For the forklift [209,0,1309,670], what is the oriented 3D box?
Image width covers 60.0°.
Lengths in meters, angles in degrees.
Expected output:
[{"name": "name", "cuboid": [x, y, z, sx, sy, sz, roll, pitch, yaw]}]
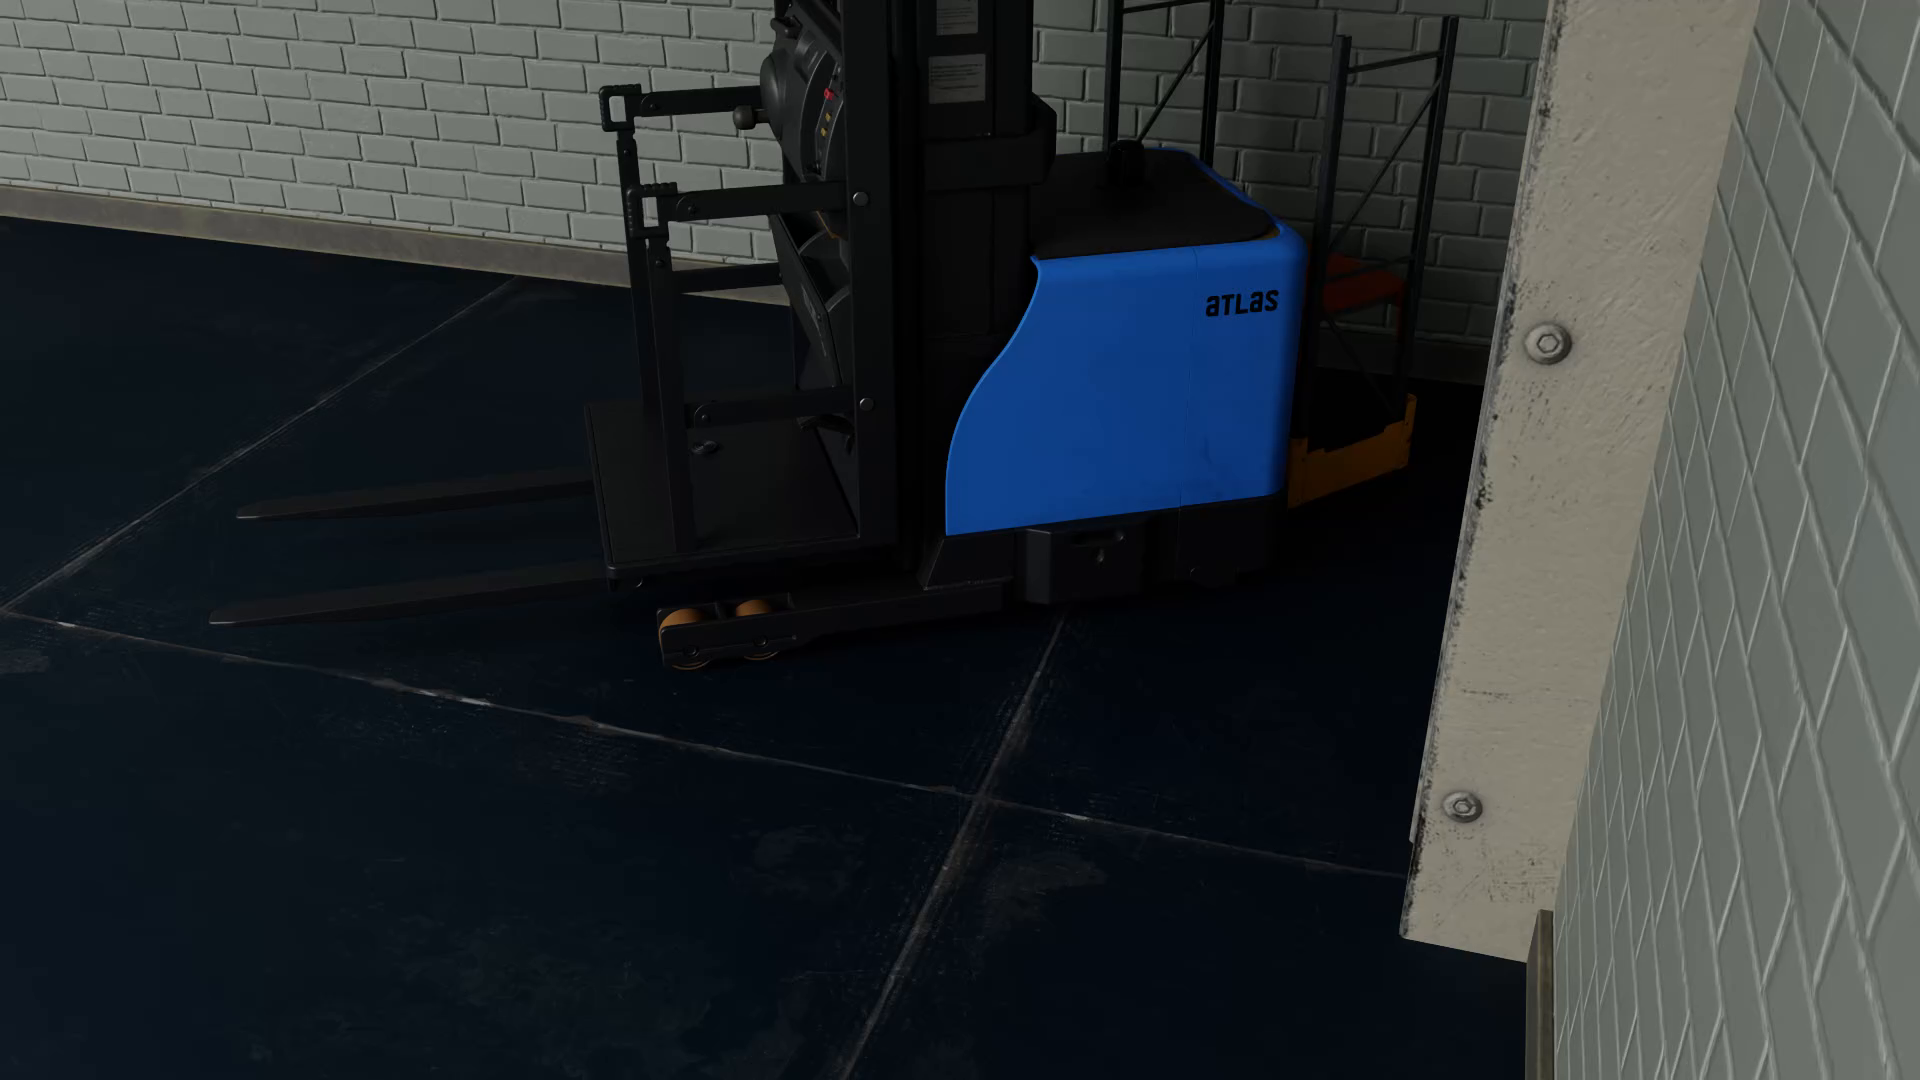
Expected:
[{"name": "forklift", "cuboid": [-0.603, -1.205, 4.402, 3.031, 2.935, 1.130, -7, 30, -13]}]

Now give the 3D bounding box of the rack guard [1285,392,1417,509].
[{"name": "rack guard", "cuboid": [1.283, -0.304, 5.539, 0.587, 0.250, 0.087, -19, 34, -30]}]

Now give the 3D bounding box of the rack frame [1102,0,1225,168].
[{"name": "rack frame", "cuboid": [0.706, -1.257, 5.966, 0.500, 1.500, 0.032, -19, 34, -30]}]

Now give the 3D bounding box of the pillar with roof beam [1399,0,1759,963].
[{"name": "pillar with roof beam", "cuboid": [-2.940, -3.740, 2.717, 9.100, 9.000, 0.400, 8, 30, 15]}]

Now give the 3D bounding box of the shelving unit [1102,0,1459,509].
[{"name": "shelving unit", "cuboid": [1.000, -1.049, 5.594, 0.587, 1.500, 1.083, -19, 34, -30]}]

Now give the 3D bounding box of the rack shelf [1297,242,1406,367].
[{"name": "rack shelf", "cuboid": [0.995, -0.896, 5.688, 0.538, 0.185, 1.000, -19, 34, -30]}]

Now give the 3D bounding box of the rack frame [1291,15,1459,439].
[{"name": "rack frame", "cuboid": [1.283, -0.850, 5.235, 0.500, 1.500, 0.032, -19, 34, -30]}]
